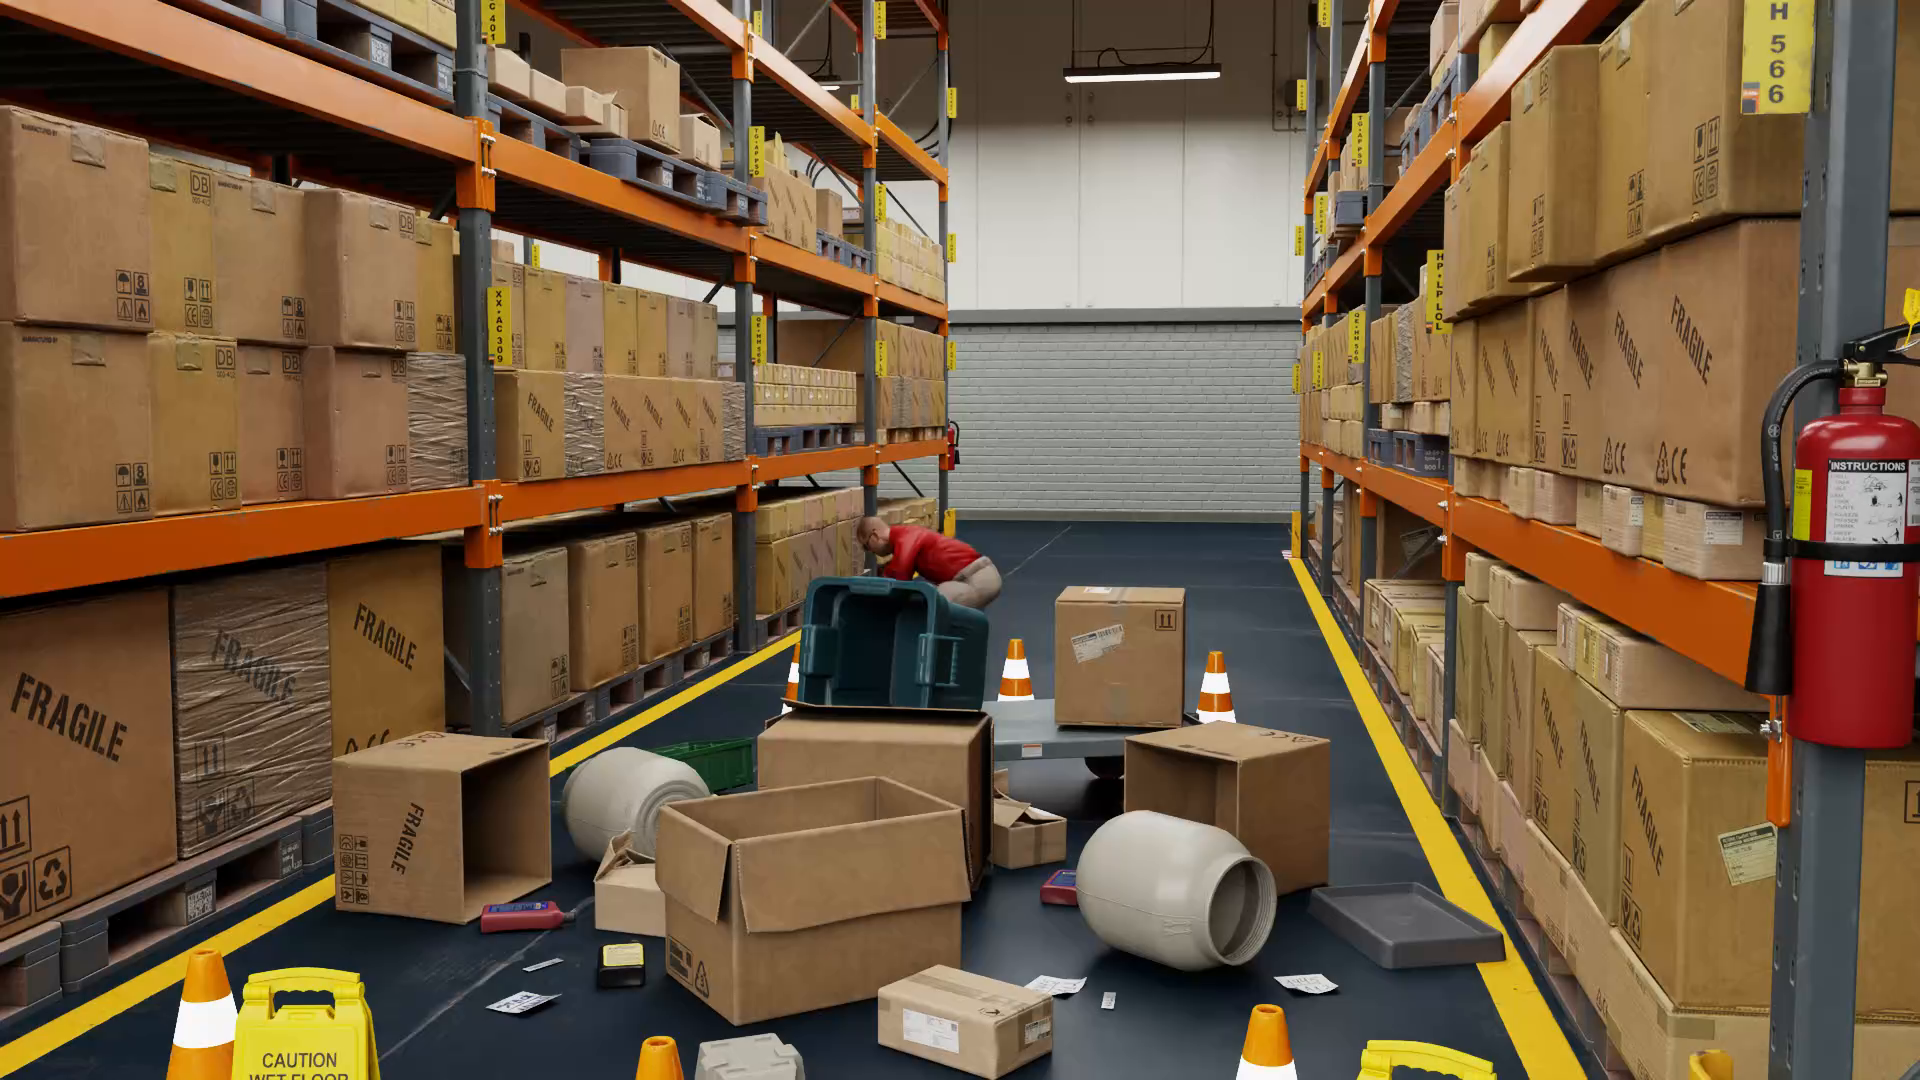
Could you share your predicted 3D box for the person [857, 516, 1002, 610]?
[{"bbox_3d":[-0.200,0.342,10.256,0.908,0.977,0.536,1,4,7],"label":"person"}]
